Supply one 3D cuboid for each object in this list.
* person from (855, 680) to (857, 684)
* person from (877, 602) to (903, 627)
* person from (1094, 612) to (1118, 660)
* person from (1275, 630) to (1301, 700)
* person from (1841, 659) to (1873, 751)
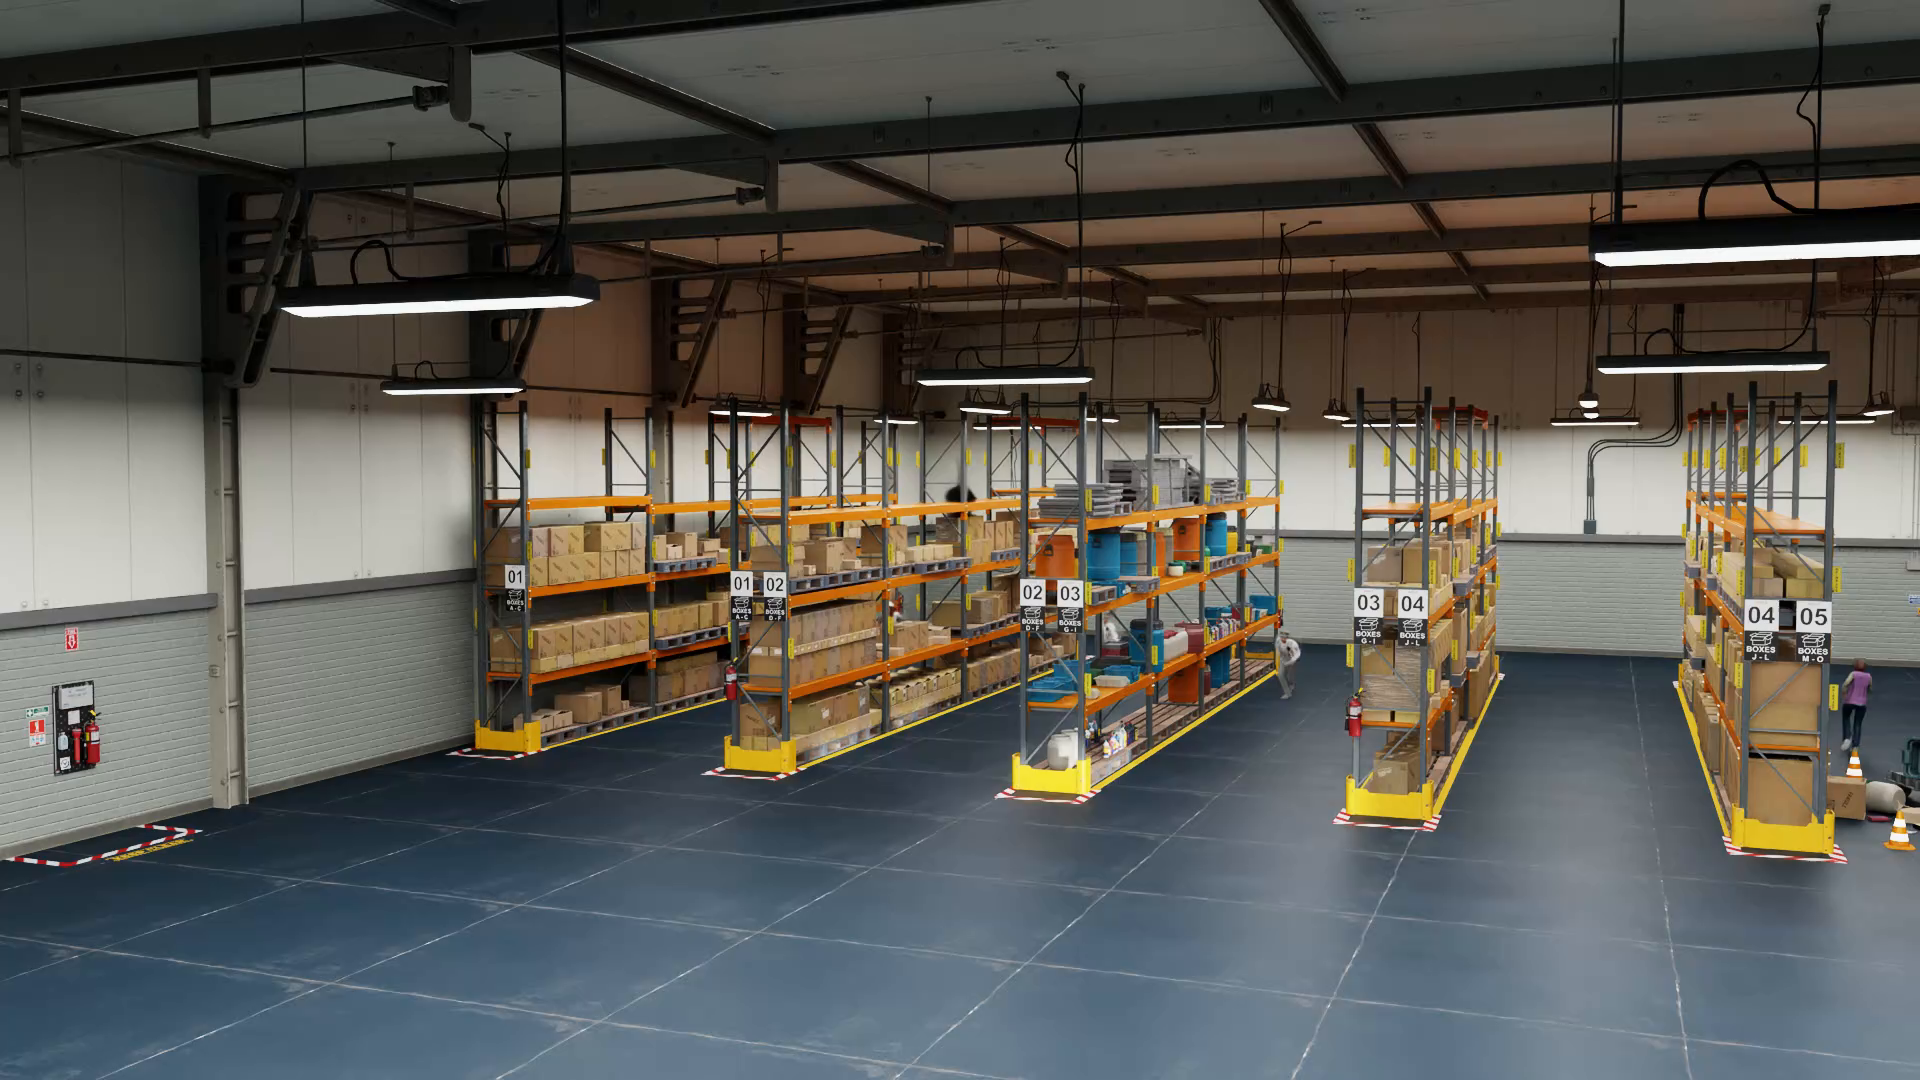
[{"bbox_3d":[-2.217,2.546,34.108,0.603,1.627,0.946,1,3,15],"label":"person"},{"bbox_3d":[-1.619,2.273,38.595,0.665,1.714,0.697,0,3,4],"label":"person"},{"bbox_3d":[3.280,2.385,37.053,0.598,1.607,0.678,2,3,35],"label":"person"},{"bbox_3d":[6.917,2.592,34.916,0.603,1.477,1.065,1,3,28],"label":"person"},{"bbox_3d":[15.286,2.829,28.342,0.482,1.601,0.661,1,3,23],"label":"person"}]
